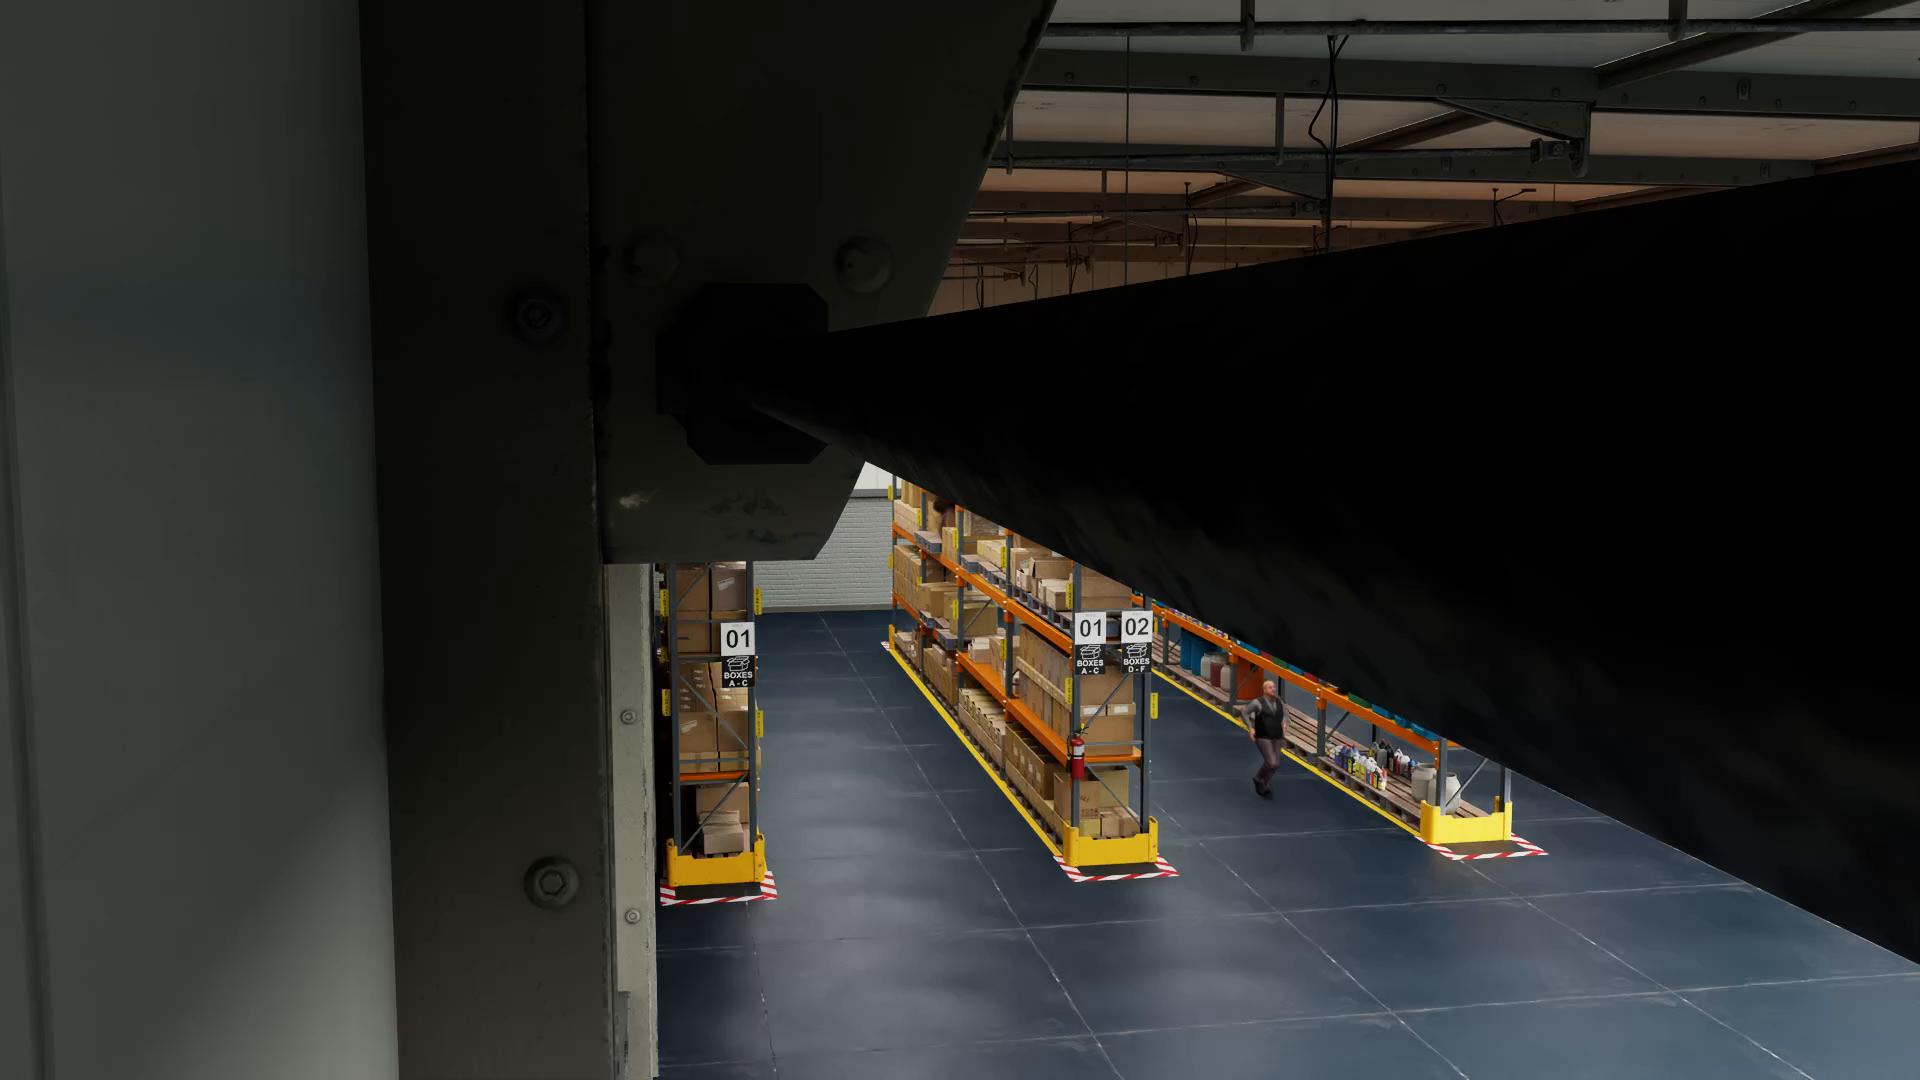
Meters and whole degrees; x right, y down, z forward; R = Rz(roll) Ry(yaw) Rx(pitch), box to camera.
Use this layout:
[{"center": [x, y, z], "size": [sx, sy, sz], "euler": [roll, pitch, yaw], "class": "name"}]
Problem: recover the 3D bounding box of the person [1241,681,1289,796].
[{"center": [4.476, 2.877, 24.051], "size": [0.636, 1.684, 0.653], "euler": [-3, 7, -23], "class": "person"}]
